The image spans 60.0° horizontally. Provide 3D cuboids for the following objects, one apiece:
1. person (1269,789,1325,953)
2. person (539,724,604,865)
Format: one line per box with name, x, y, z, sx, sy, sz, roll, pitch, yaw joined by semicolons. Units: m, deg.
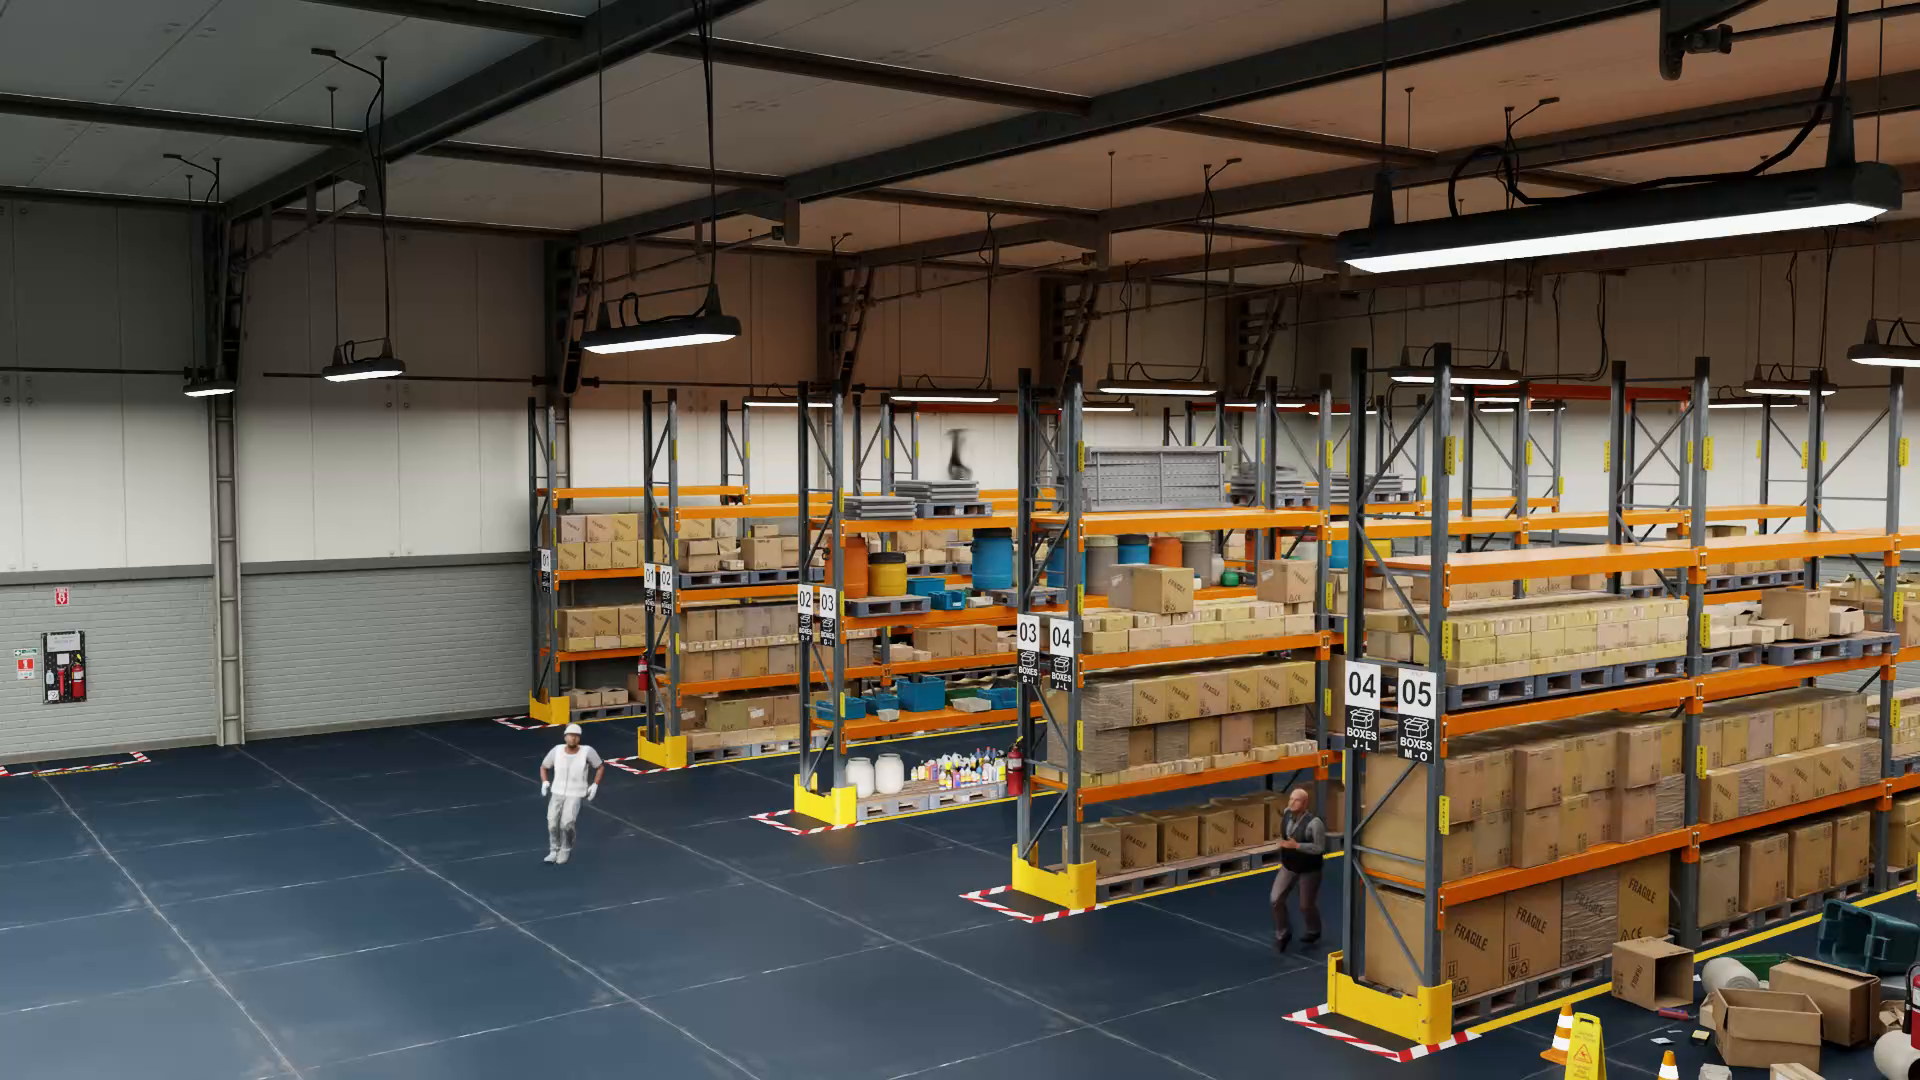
person;3.427;3.352;16.794;0.811;1.758;0.548;-3;5;-45
person;-4.759;3.095;20.227;0.744;1.717;0.582;0;3;4
